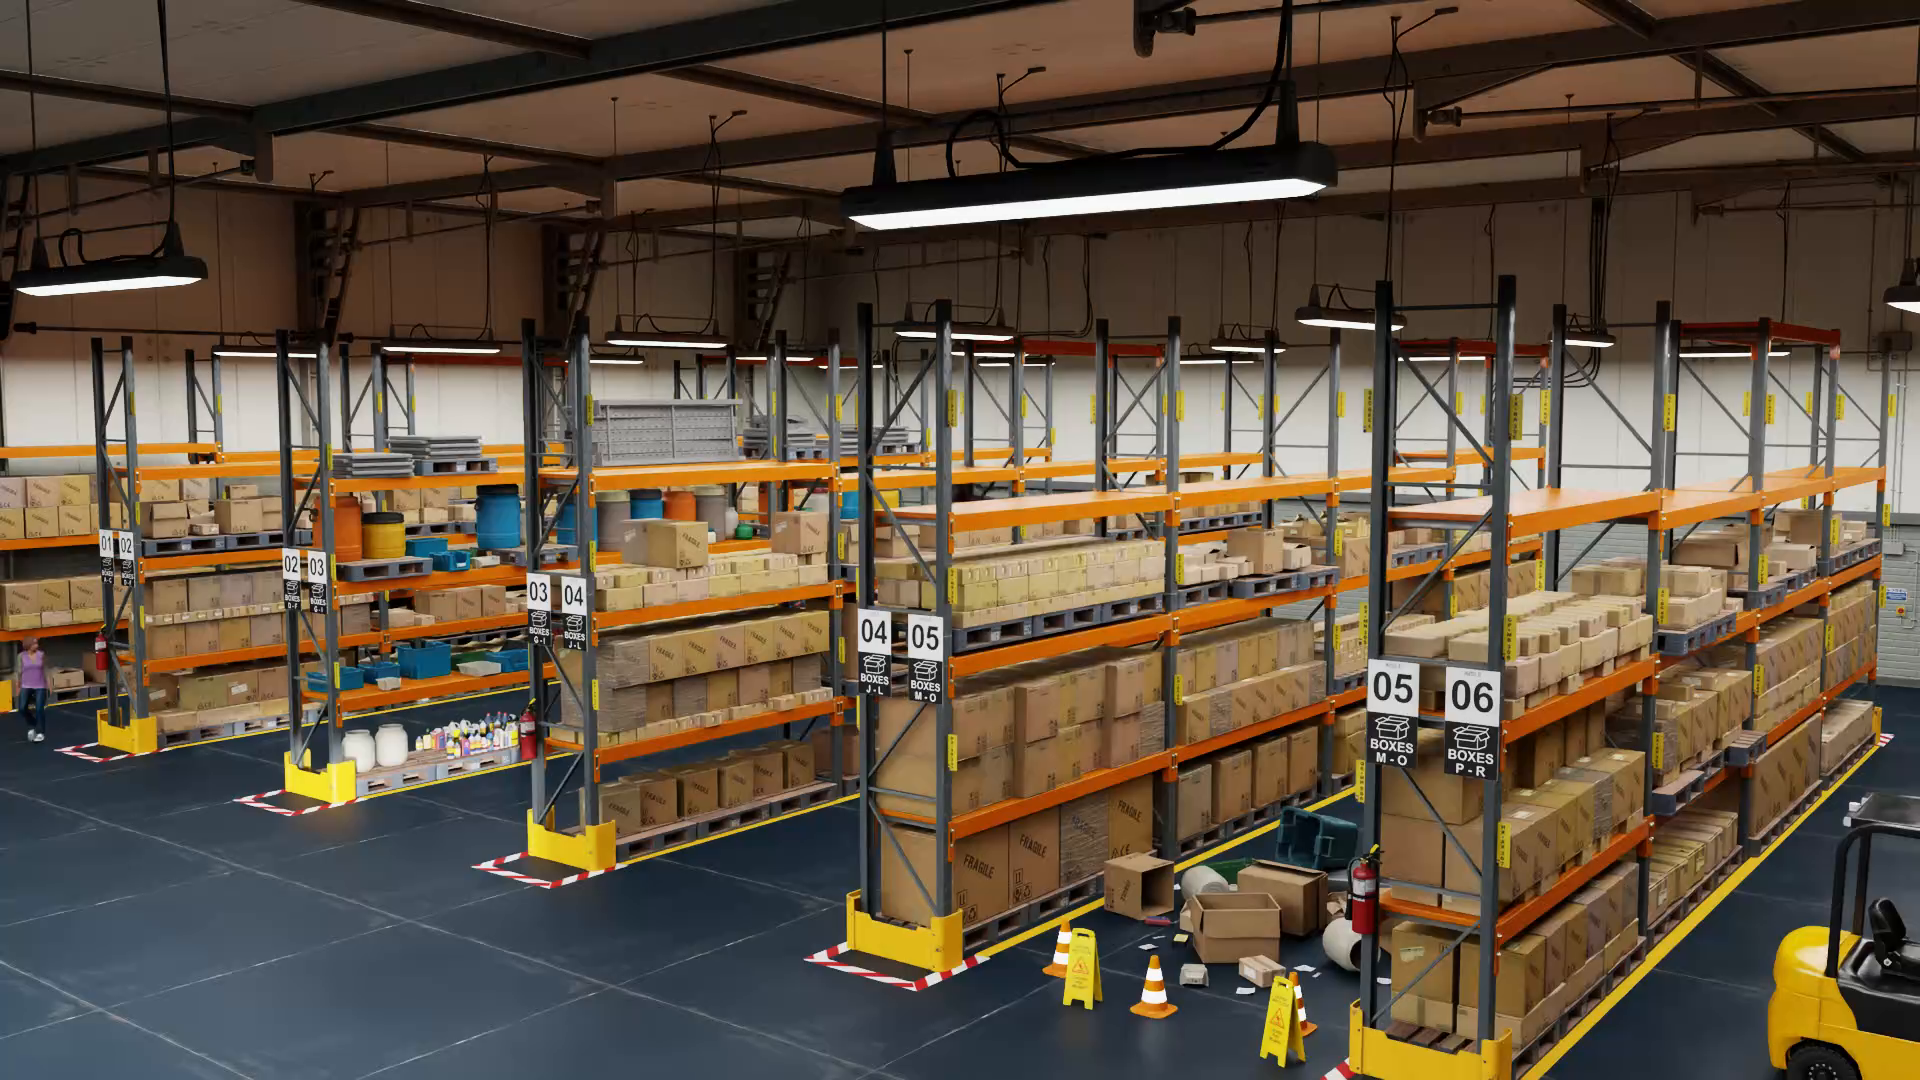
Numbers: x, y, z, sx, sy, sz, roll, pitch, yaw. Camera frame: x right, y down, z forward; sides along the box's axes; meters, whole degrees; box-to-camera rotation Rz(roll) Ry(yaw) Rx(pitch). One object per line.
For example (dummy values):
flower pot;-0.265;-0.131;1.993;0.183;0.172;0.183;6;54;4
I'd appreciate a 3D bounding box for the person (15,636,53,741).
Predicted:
person;-13.760;2.211;24.697;0.493;1.591;0.452;-1;5;-17
